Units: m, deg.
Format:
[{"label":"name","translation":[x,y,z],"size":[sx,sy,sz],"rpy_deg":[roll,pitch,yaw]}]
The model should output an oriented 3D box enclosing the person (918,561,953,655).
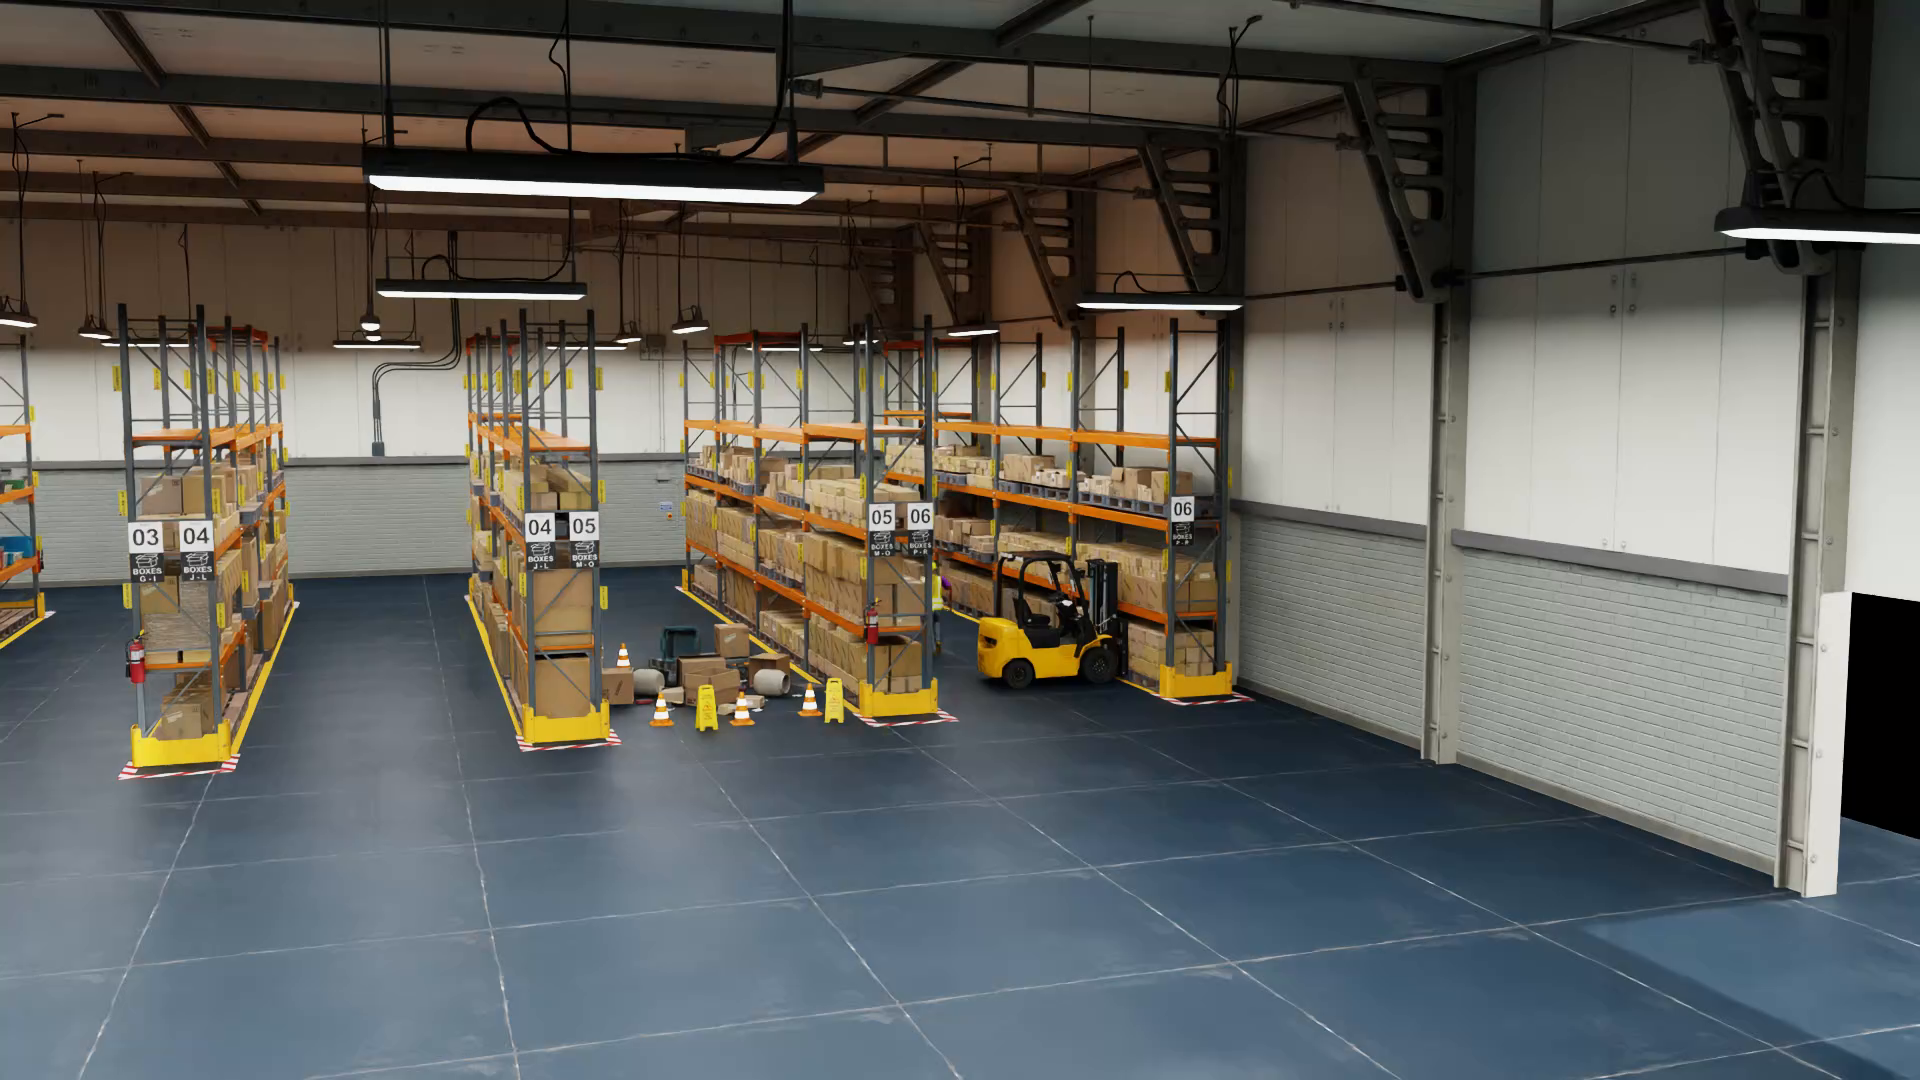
[{"label":"person","translation":[-0.537,1.248,30.624],"size":[0.674,1.722,0.701],"rpy_deg":[-1,6,-14]}]
